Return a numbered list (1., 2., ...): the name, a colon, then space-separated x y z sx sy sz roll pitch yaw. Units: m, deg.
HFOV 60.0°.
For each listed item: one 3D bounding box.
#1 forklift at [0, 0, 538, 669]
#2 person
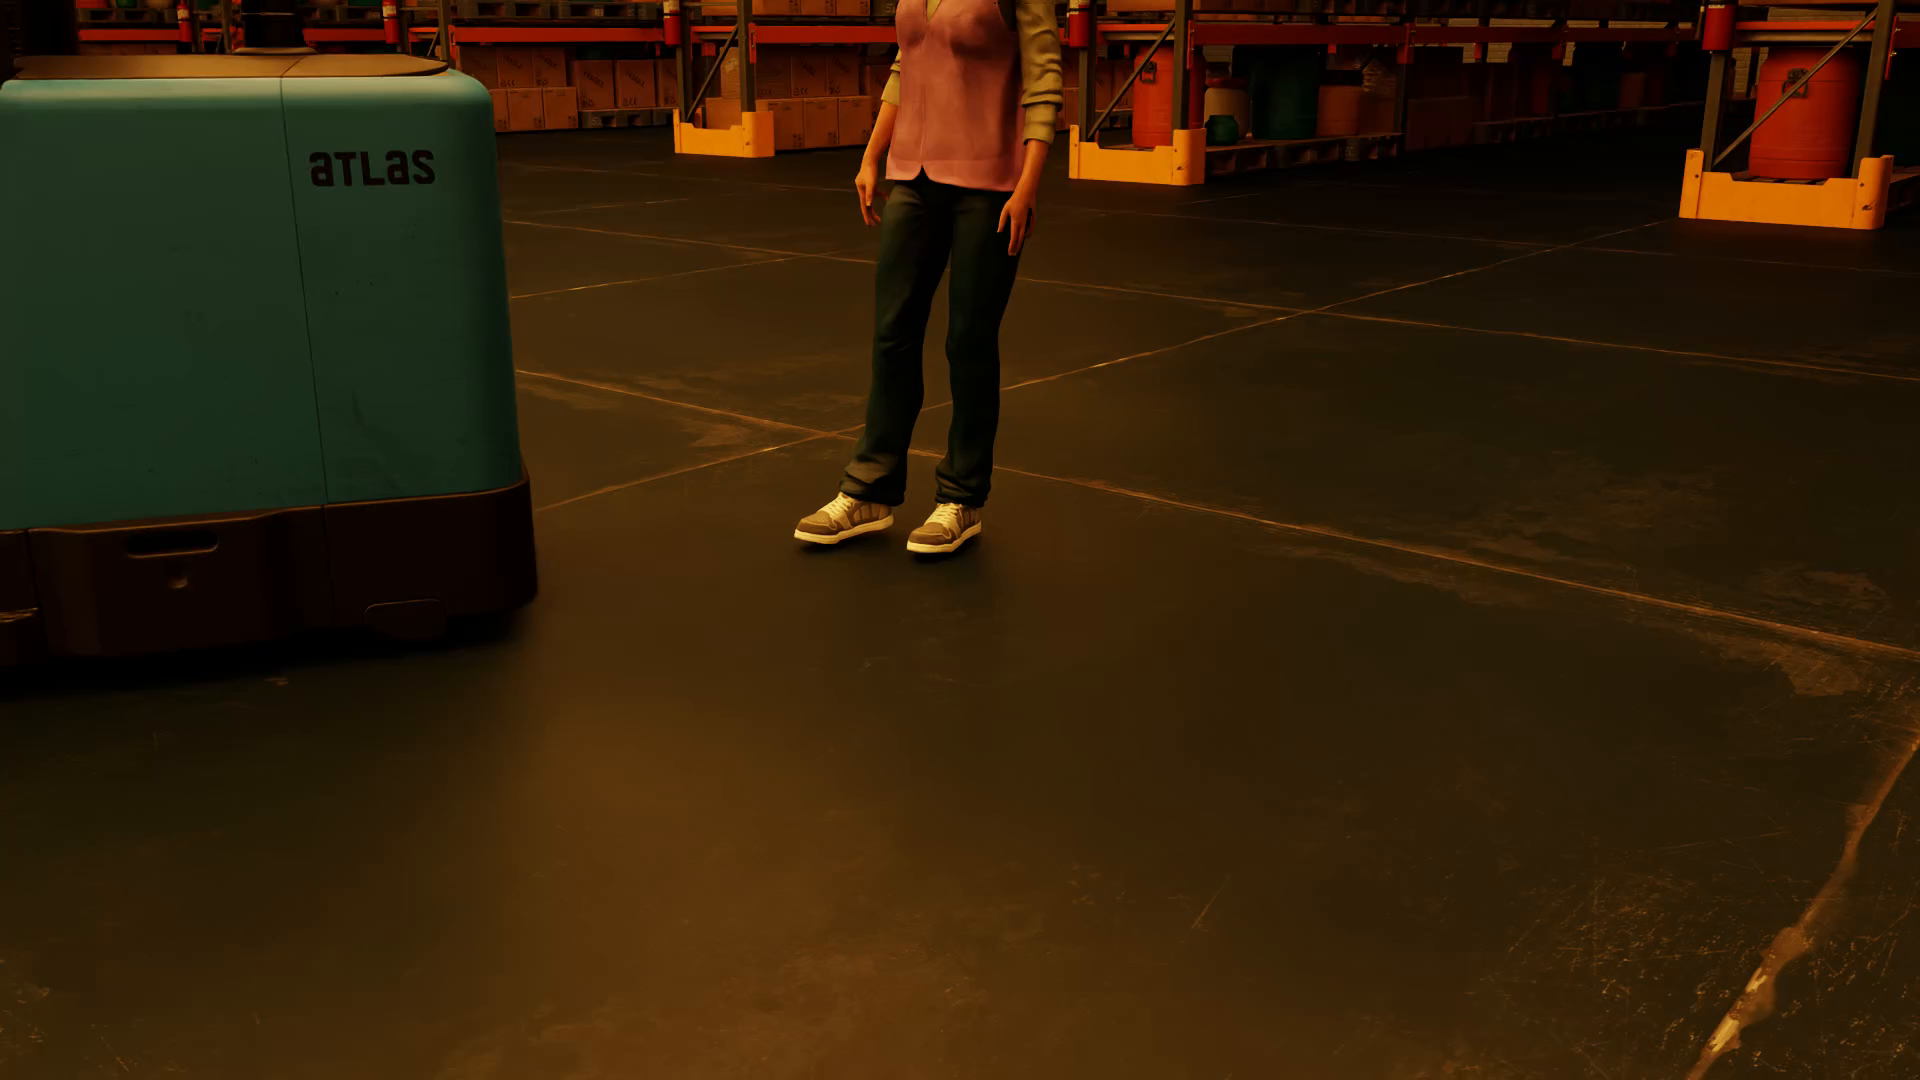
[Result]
1. forklift: -2.421 -1.206 2.870 3.031 2.935 1.130 -6 18 -18
2. person: -0.058 -0.757 3.661 0.521 1.599 0.473 13 21 37
